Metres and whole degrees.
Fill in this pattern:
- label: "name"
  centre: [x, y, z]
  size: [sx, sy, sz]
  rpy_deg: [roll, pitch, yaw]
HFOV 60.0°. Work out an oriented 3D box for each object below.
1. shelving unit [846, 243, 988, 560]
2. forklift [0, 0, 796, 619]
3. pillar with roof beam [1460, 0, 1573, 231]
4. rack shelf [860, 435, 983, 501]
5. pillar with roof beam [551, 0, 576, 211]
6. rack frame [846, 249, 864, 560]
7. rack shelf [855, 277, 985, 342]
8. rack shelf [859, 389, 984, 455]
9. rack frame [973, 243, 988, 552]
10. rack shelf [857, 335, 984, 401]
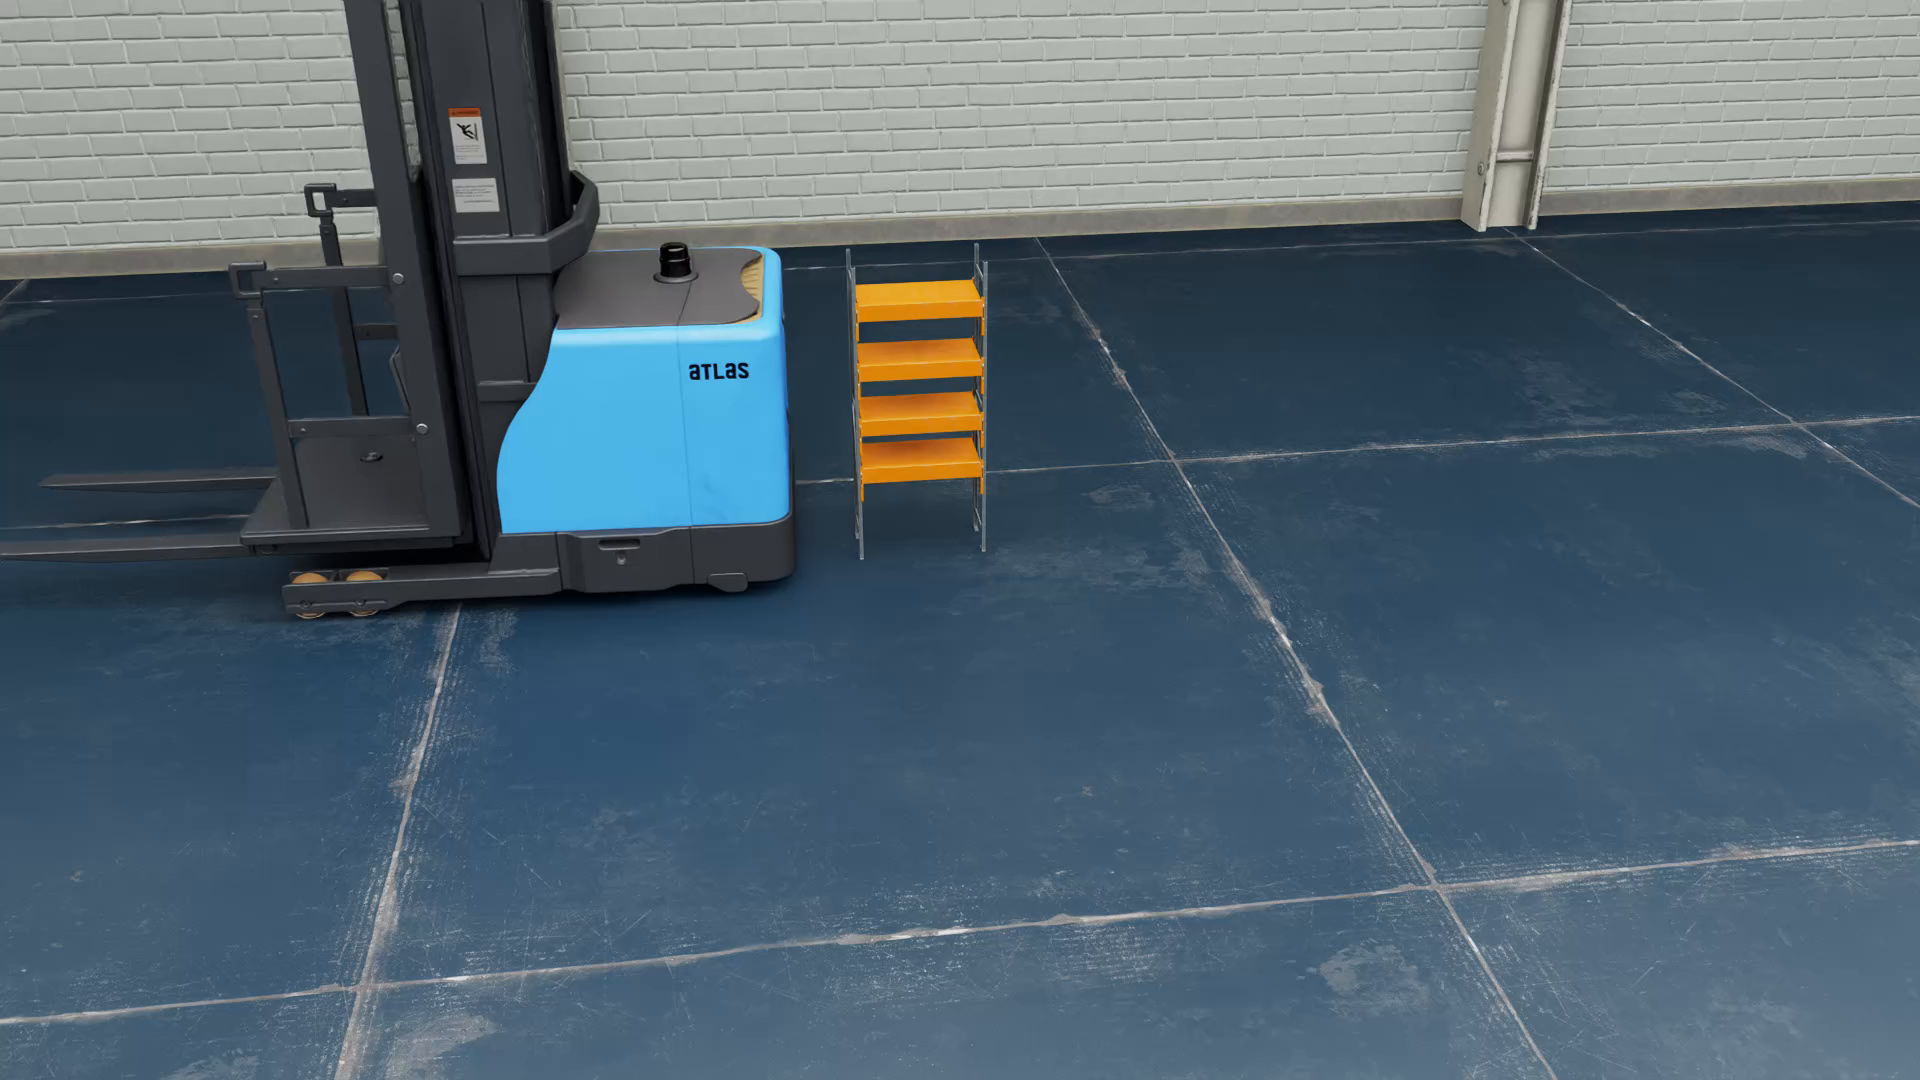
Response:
- label: "shelving unit"
  centre: [-0.164, -0.523, 6.456]
  size: [0.503, 1.200, 0.258]
  rpy_deg: [-4, 27, -7]
- label: "forklift"
  centre: [-2.180, -1.264, 6.003]
  size: [3.031, 2.935, 1.130]
  rpy_deg: [-2, 27, -5]
- label: "pillar with roof beam"
  centre: [4.067, -4.102, 4.887]
  size: [0.400, 9.000, 9.100]
  rpy_deg: [-4, 27, -7]
- label: "rack shelf"
  centre: [-0.164, -0.287, 6.577]
  size: [0.480, 0.148, 0.258]
  rpy_deg: [-4, 27, -7]
- label: "pillar with roof beam"
  centre: [-1.875, -3.720, 4.144]
  size: [0.400, 9.000, 9.100]
  rpy_deg: [-4, 27, -7]
- label: "rack frame"
  centre: [-0.406, -0.508, 6.425]
  size: [0.015, 1.200, 0.240]
  rpy_deg: [-4, 27, -7]
- label: "rack shelf"
  centre: [-0.164, -0.873, 6.276]
  size: [0.480, 0.148, 0.258]
  rpy_deg: [-4, 27, -7]
- label: "rack shelf"
  centre: [-0.164, -0.463, 6.486]
  size: [0.480, 0.148, 0.258]
  rpy_deg: [-4, 27, -7]
- label: "rack frame"
  centre: [0.078, -0.539, 6.486]
  size: [0.015, 1.200, 0.240]
  rpy_deg: [-4, 27, -7]
- label: "rack shelf"
  centre: [-0.164, -0.662, 6.384]
  size: [0.480, 0.148, 0.258]
  rpy_deg: [-4, 27, -7]
